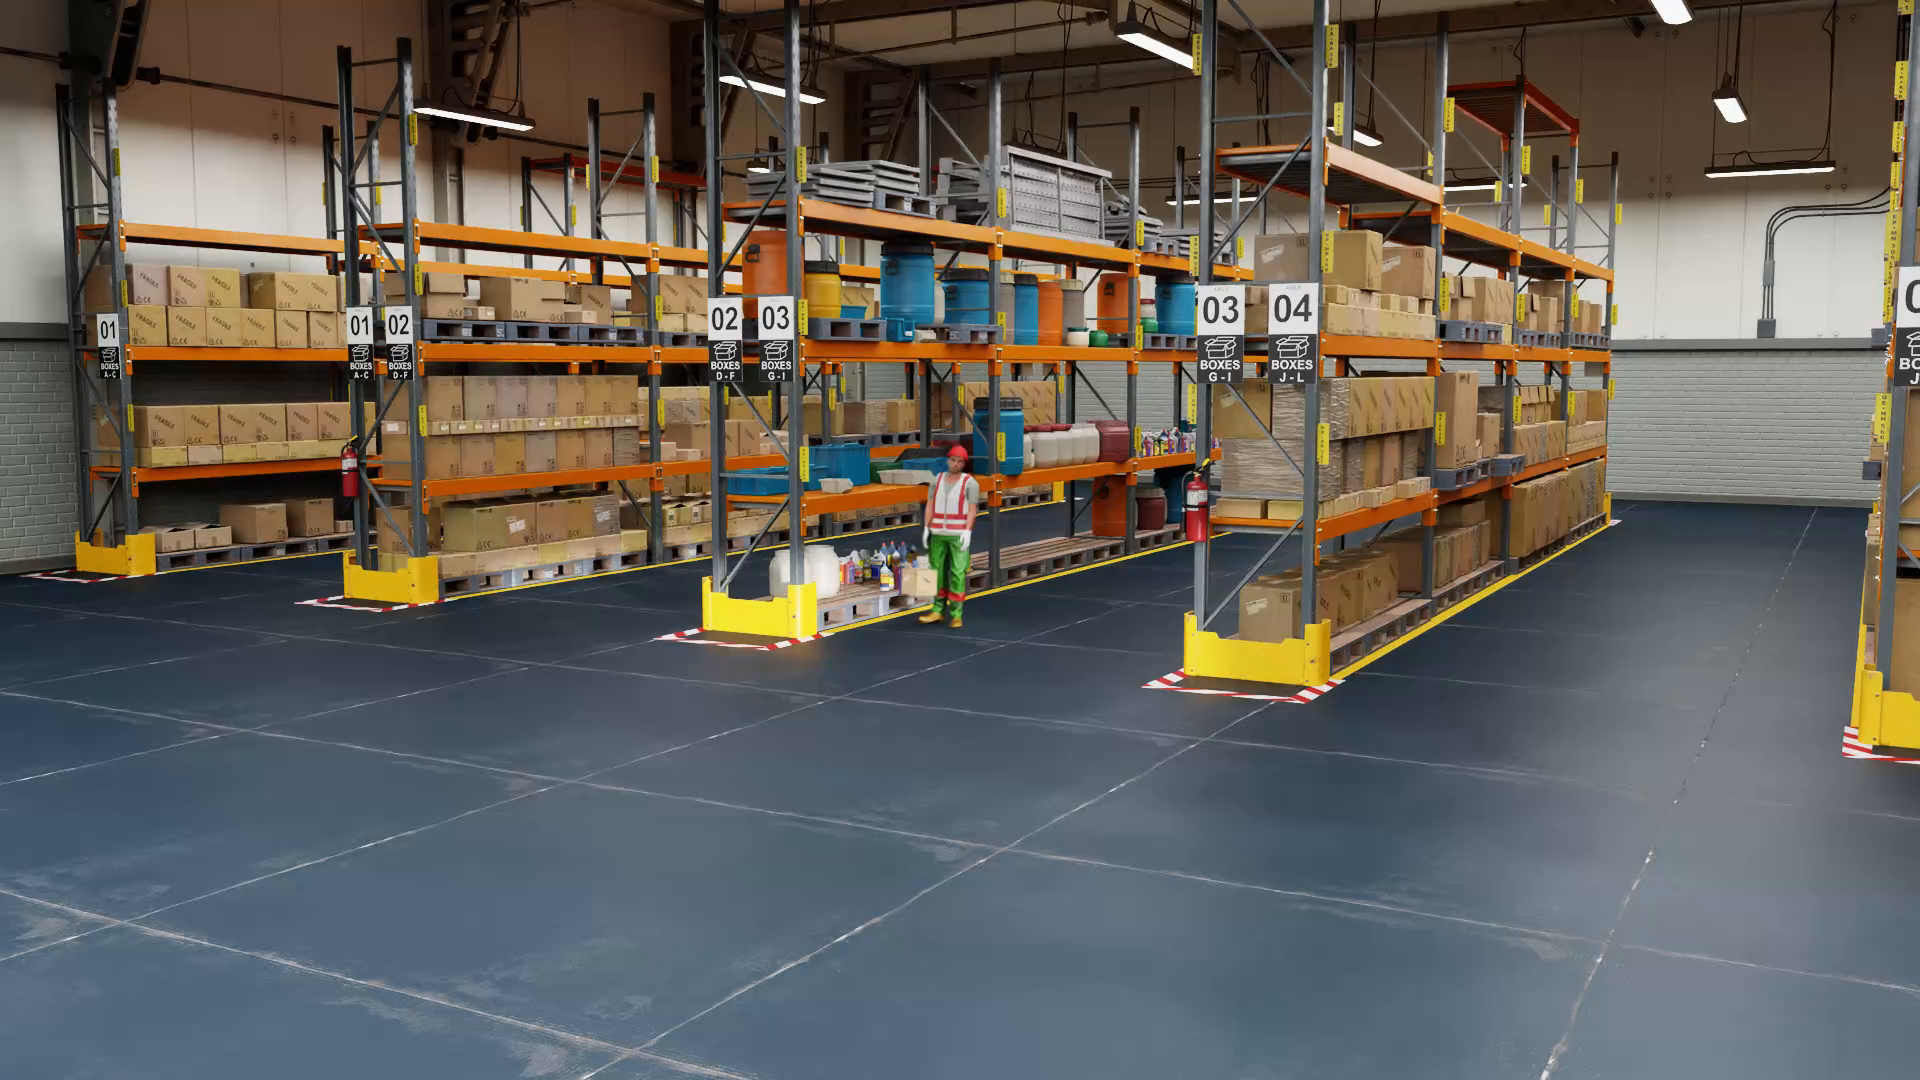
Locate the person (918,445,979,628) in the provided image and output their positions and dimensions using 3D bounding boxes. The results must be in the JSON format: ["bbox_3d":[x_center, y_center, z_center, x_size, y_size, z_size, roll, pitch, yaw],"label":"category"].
[{"bbox_3d":[-0.128,-0.042,16.386,0.622,1.786,0.466,2,6,23],"label":"person"}]
